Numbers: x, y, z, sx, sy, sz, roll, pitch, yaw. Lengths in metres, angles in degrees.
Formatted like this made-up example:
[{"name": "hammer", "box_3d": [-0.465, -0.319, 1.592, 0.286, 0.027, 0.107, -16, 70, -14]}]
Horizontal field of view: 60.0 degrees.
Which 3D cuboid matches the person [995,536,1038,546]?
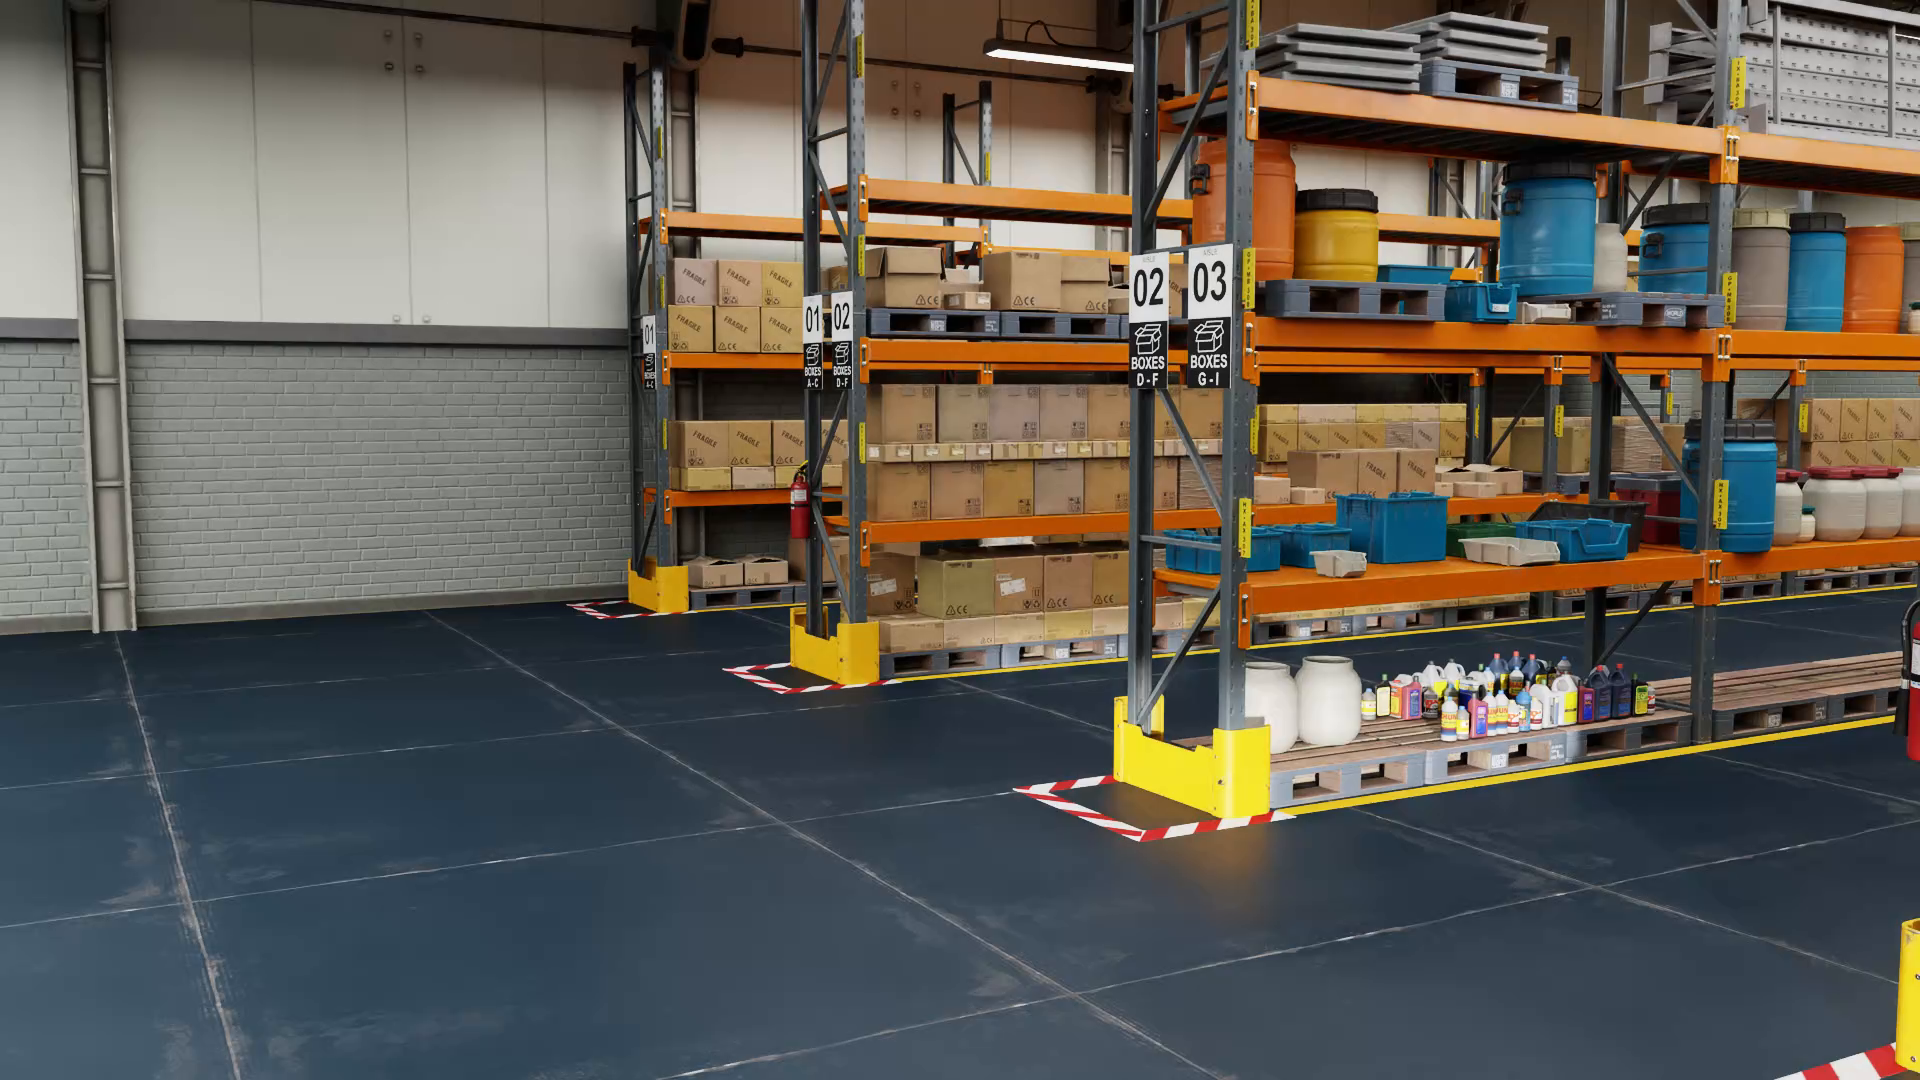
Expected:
[{"name": "person", "box_3d": [0.631, 0.263, 18.650, 0.843, 0.948, 0.508, -3, 6, -29]}]
